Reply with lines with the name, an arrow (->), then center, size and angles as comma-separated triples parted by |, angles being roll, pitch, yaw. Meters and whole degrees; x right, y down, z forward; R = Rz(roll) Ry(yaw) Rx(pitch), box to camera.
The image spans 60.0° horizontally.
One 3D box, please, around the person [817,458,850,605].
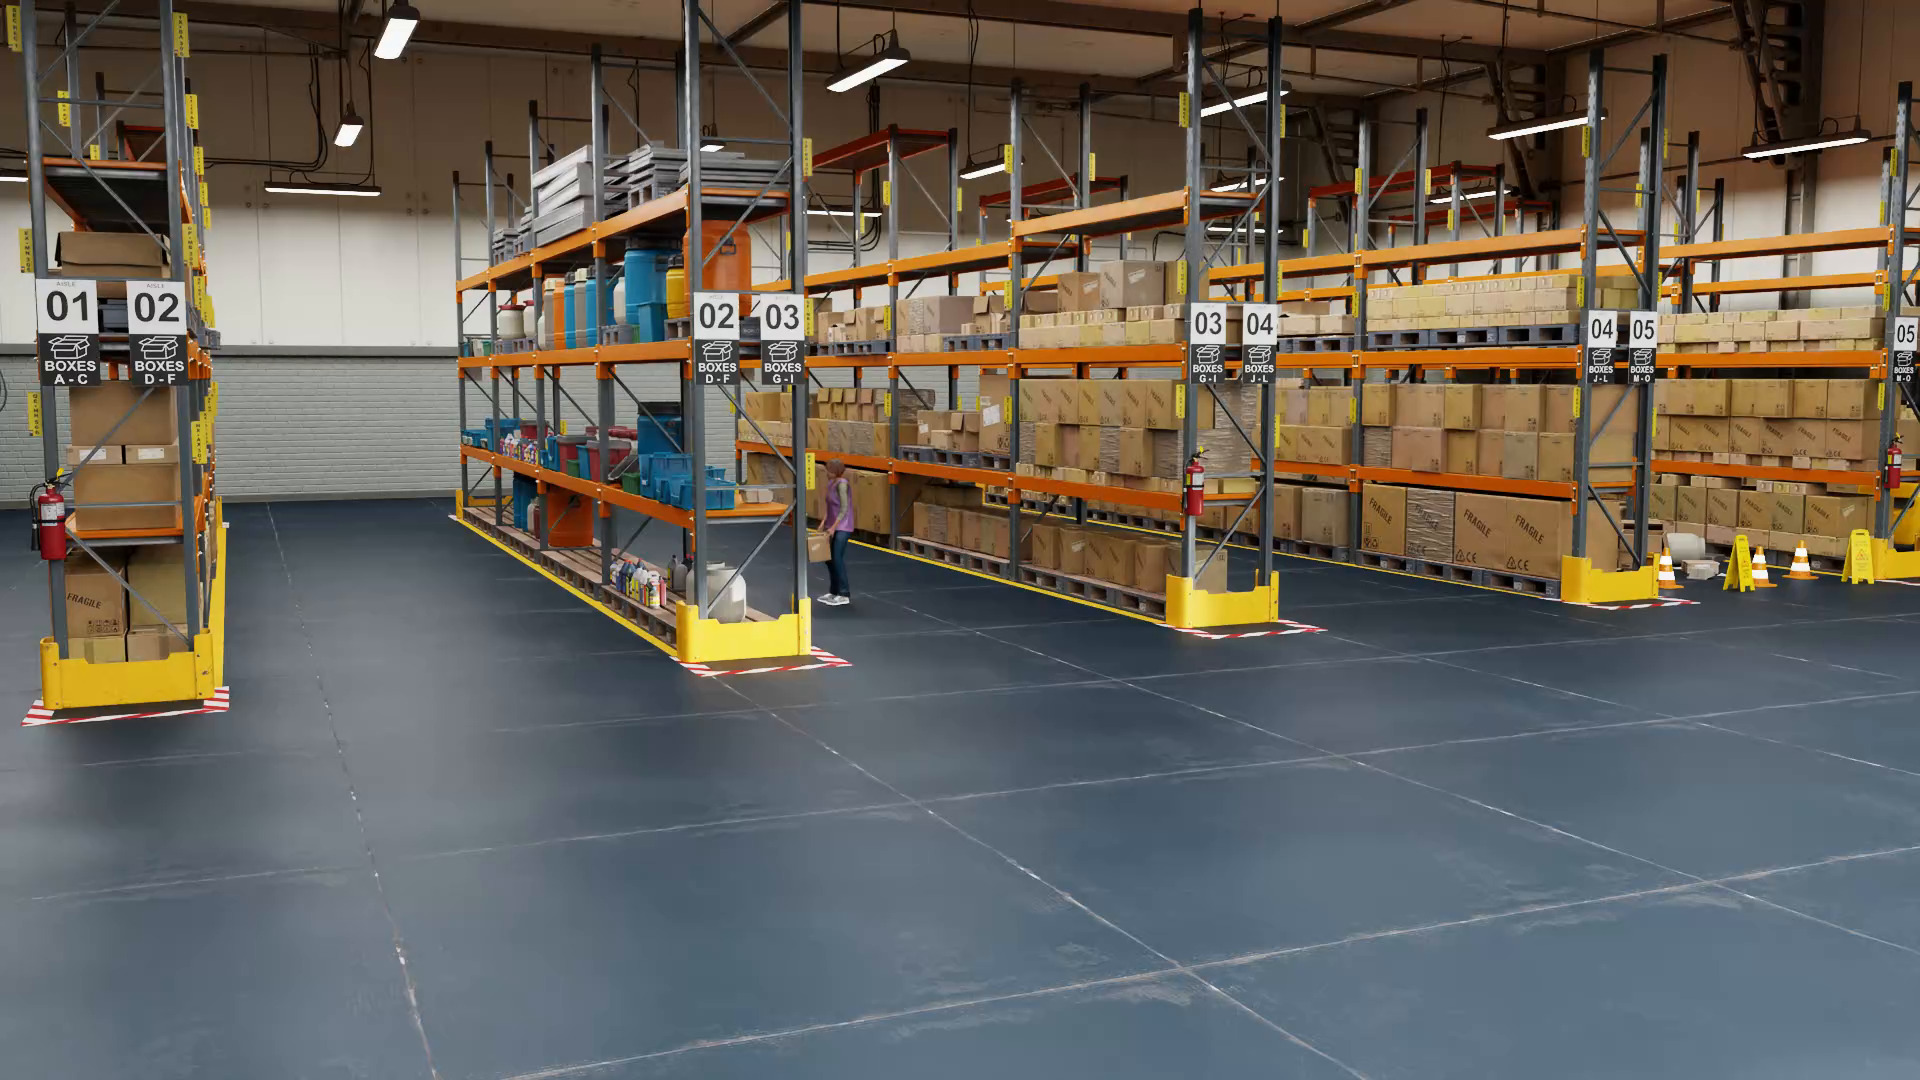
person -> -1.357, -0.098, 18.173 | 0.332, 1.600, 0.447 | -3, 6, -25
